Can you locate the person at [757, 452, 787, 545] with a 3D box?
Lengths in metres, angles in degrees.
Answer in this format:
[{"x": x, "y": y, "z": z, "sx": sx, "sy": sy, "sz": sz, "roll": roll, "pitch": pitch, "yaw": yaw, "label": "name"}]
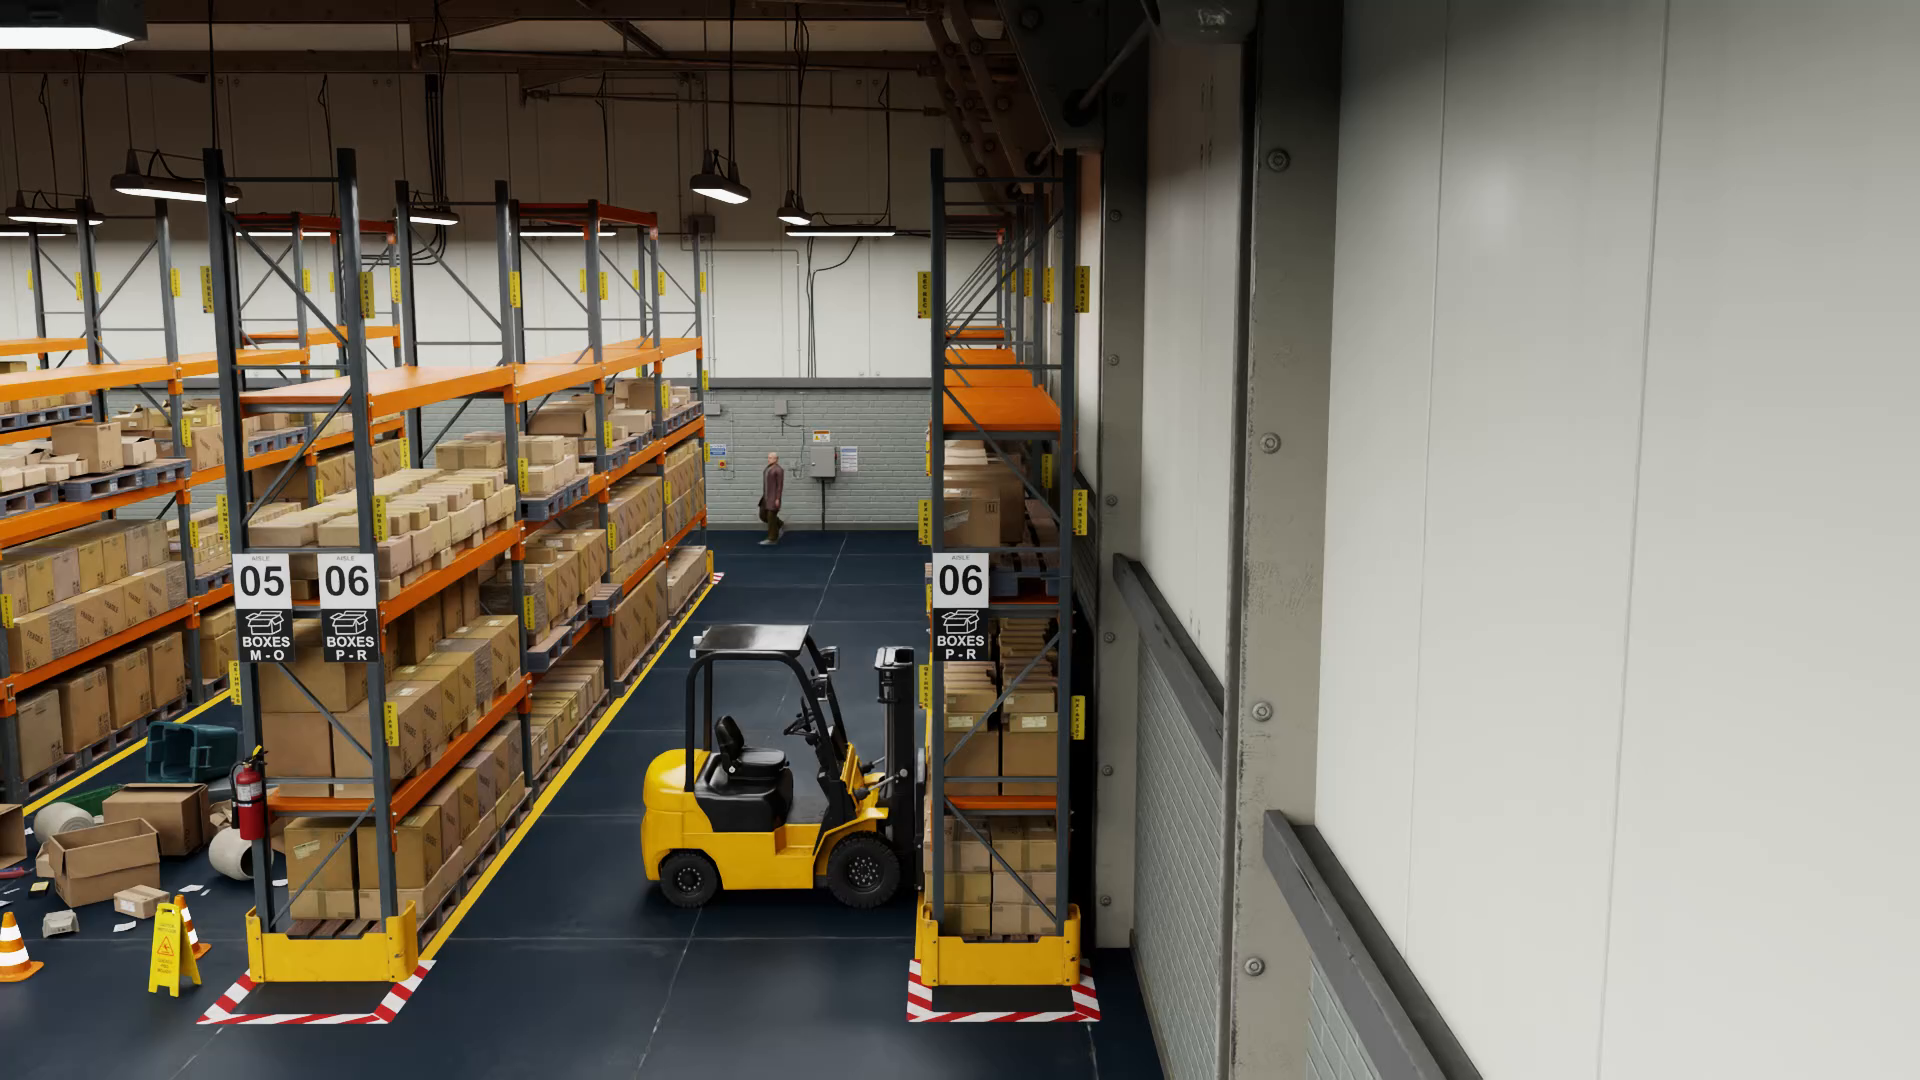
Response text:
[{"x": -3.571, "y": -0.807, "z": 31.820, "sx": 0.675, "sy": 1.769, "sz": 0.592, "roll": -7, "pitch": 11, "yaw": -37, "label": "person"}]
